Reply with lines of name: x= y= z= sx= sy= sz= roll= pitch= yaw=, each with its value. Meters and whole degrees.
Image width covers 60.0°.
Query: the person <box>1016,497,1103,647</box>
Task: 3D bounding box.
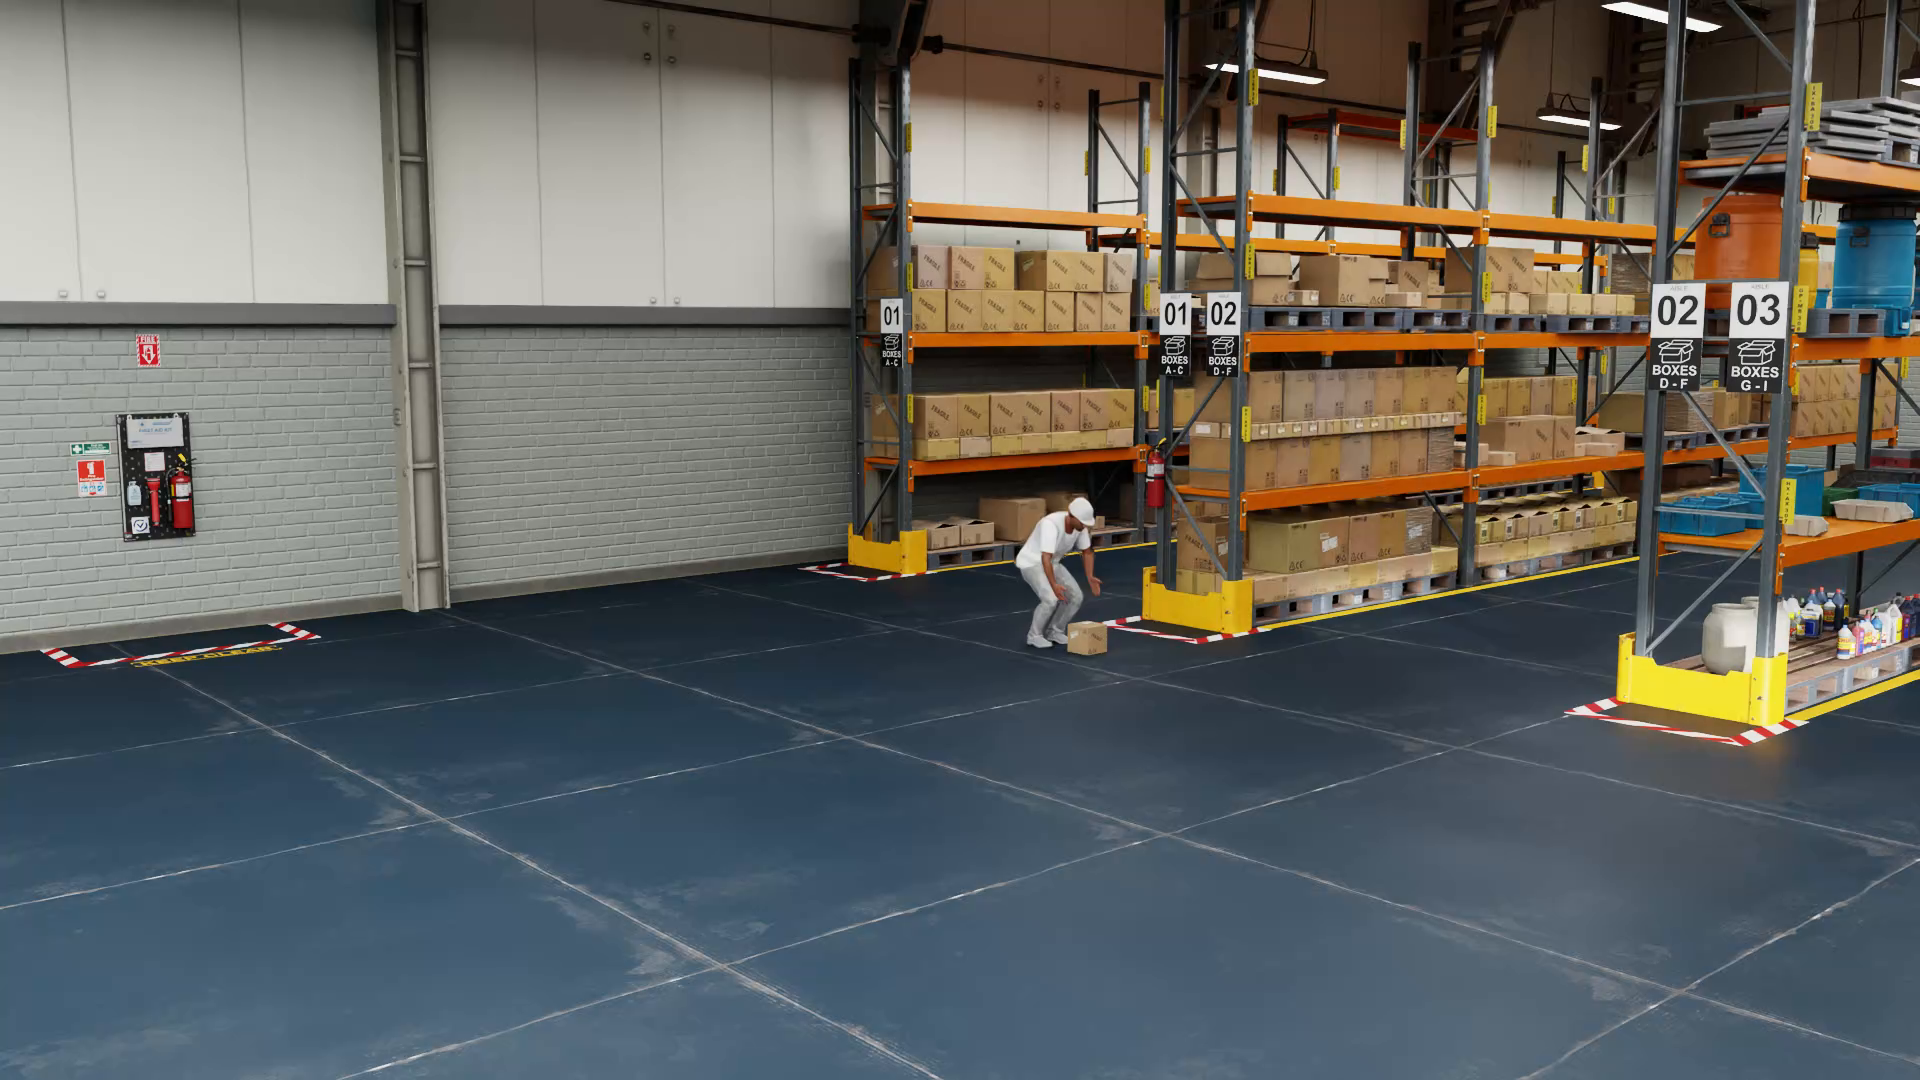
person: x=0.901 y=0.276 z=15.089 sx=0.631 sy=1.373 sz=0.779 roll=-6 pitch=10 yaw=-41
